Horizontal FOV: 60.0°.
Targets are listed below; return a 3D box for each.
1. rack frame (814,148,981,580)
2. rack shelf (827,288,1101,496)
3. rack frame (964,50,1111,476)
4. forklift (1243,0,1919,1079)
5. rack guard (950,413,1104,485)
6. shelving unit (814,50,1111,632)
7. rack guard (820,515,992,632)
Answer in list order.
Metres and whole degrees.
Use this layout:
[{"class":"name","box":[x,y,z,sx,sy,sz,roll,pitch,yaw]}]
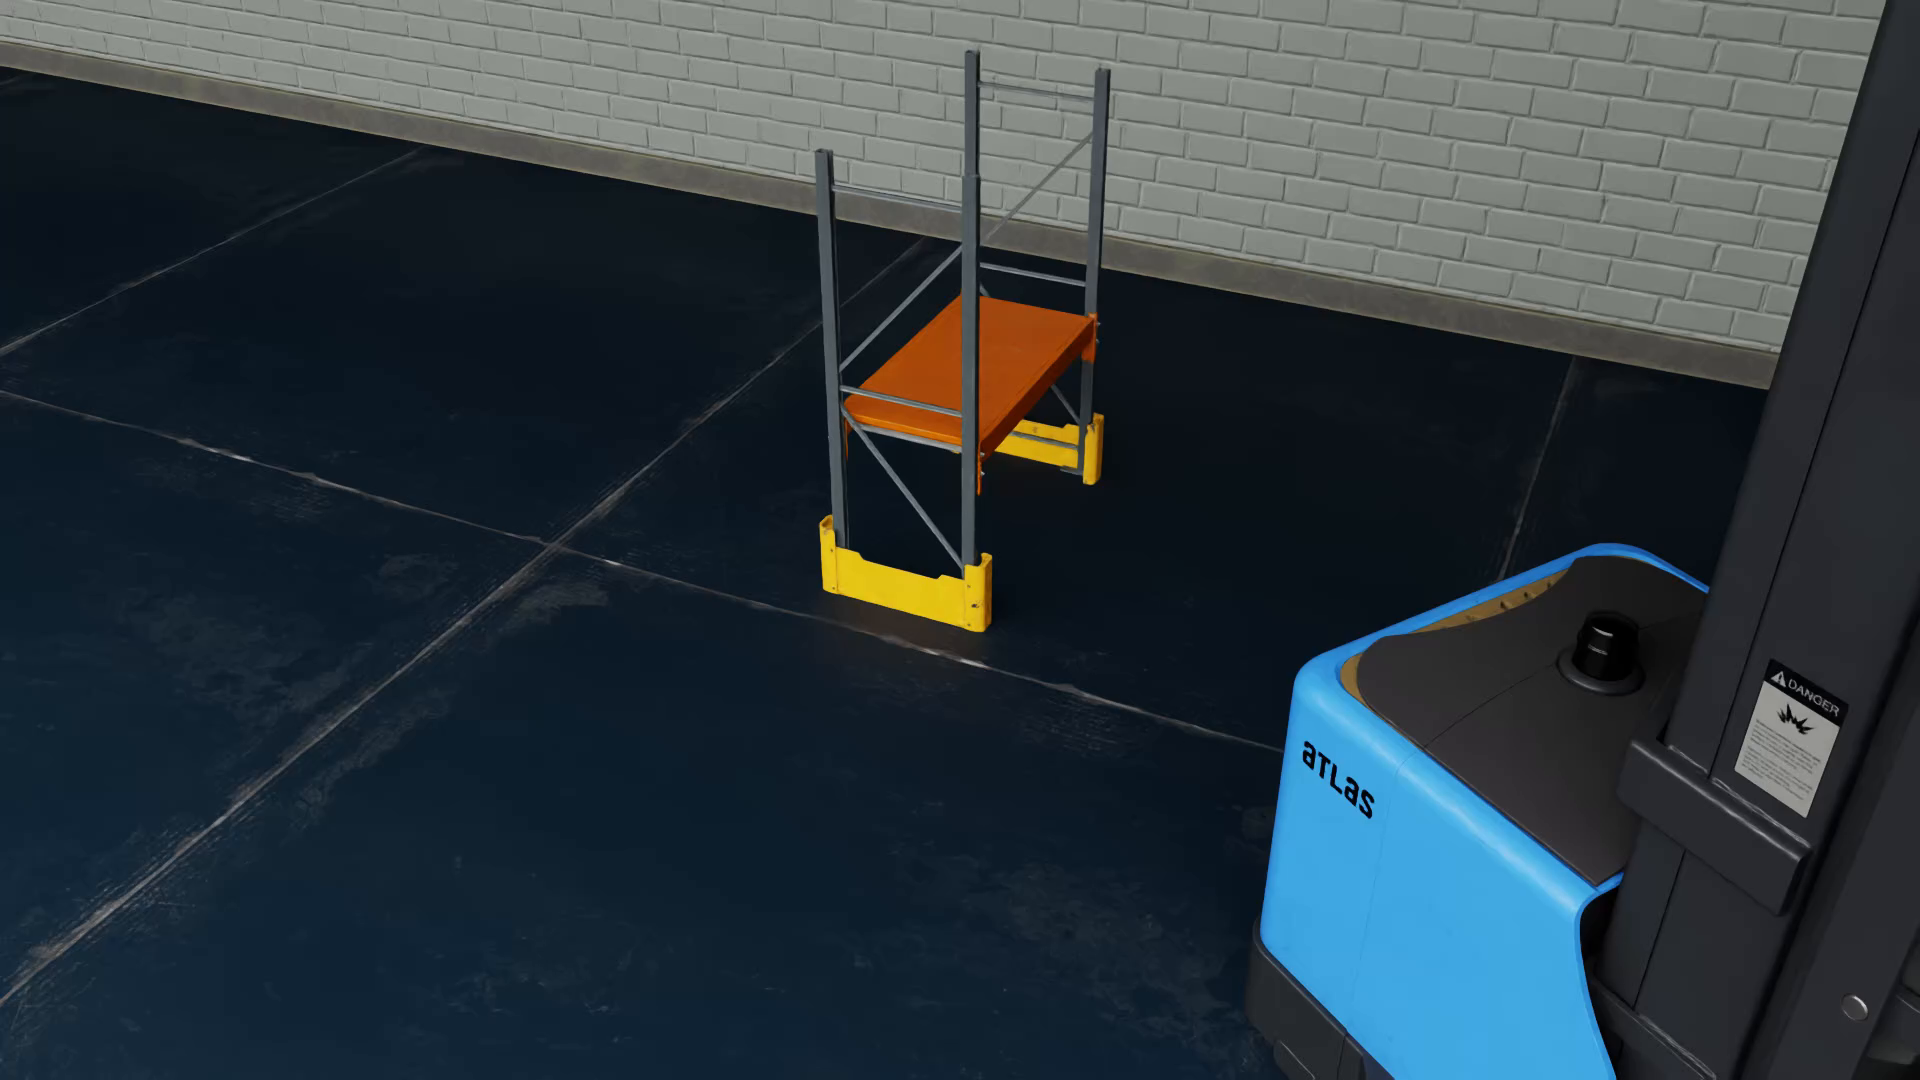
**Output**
[{"class":"rack frame","box":[-0.177,-0.417,5.017,0.500,1.500,0.032,14,36,20]},{"class":"rack shelf","box":[0.036,-0.519,5.502,0.538,0.185,1.000,14,36,20]},{"class":"rack frame","box":[0.248,-0.923,5.790,0.500,1.500,0.032,14,36,20]},{"class":"forklift","box":[1.855,0.486,2.336,1.130,2.935,3.031,-18,37,-25]},{"class":"rack guard","box":[0.240,-0.391,6.118,0.587,0.250,0.087,14,36,20]},{"class":"shelving unit","box":[0.032,-0.665,5.397,0.587,1.500,1.083,14,36,20]},{"class":"rack guard","box":[-0.176,0.106,5.361,0.587,0.250,0.087,14,36,20]}]
